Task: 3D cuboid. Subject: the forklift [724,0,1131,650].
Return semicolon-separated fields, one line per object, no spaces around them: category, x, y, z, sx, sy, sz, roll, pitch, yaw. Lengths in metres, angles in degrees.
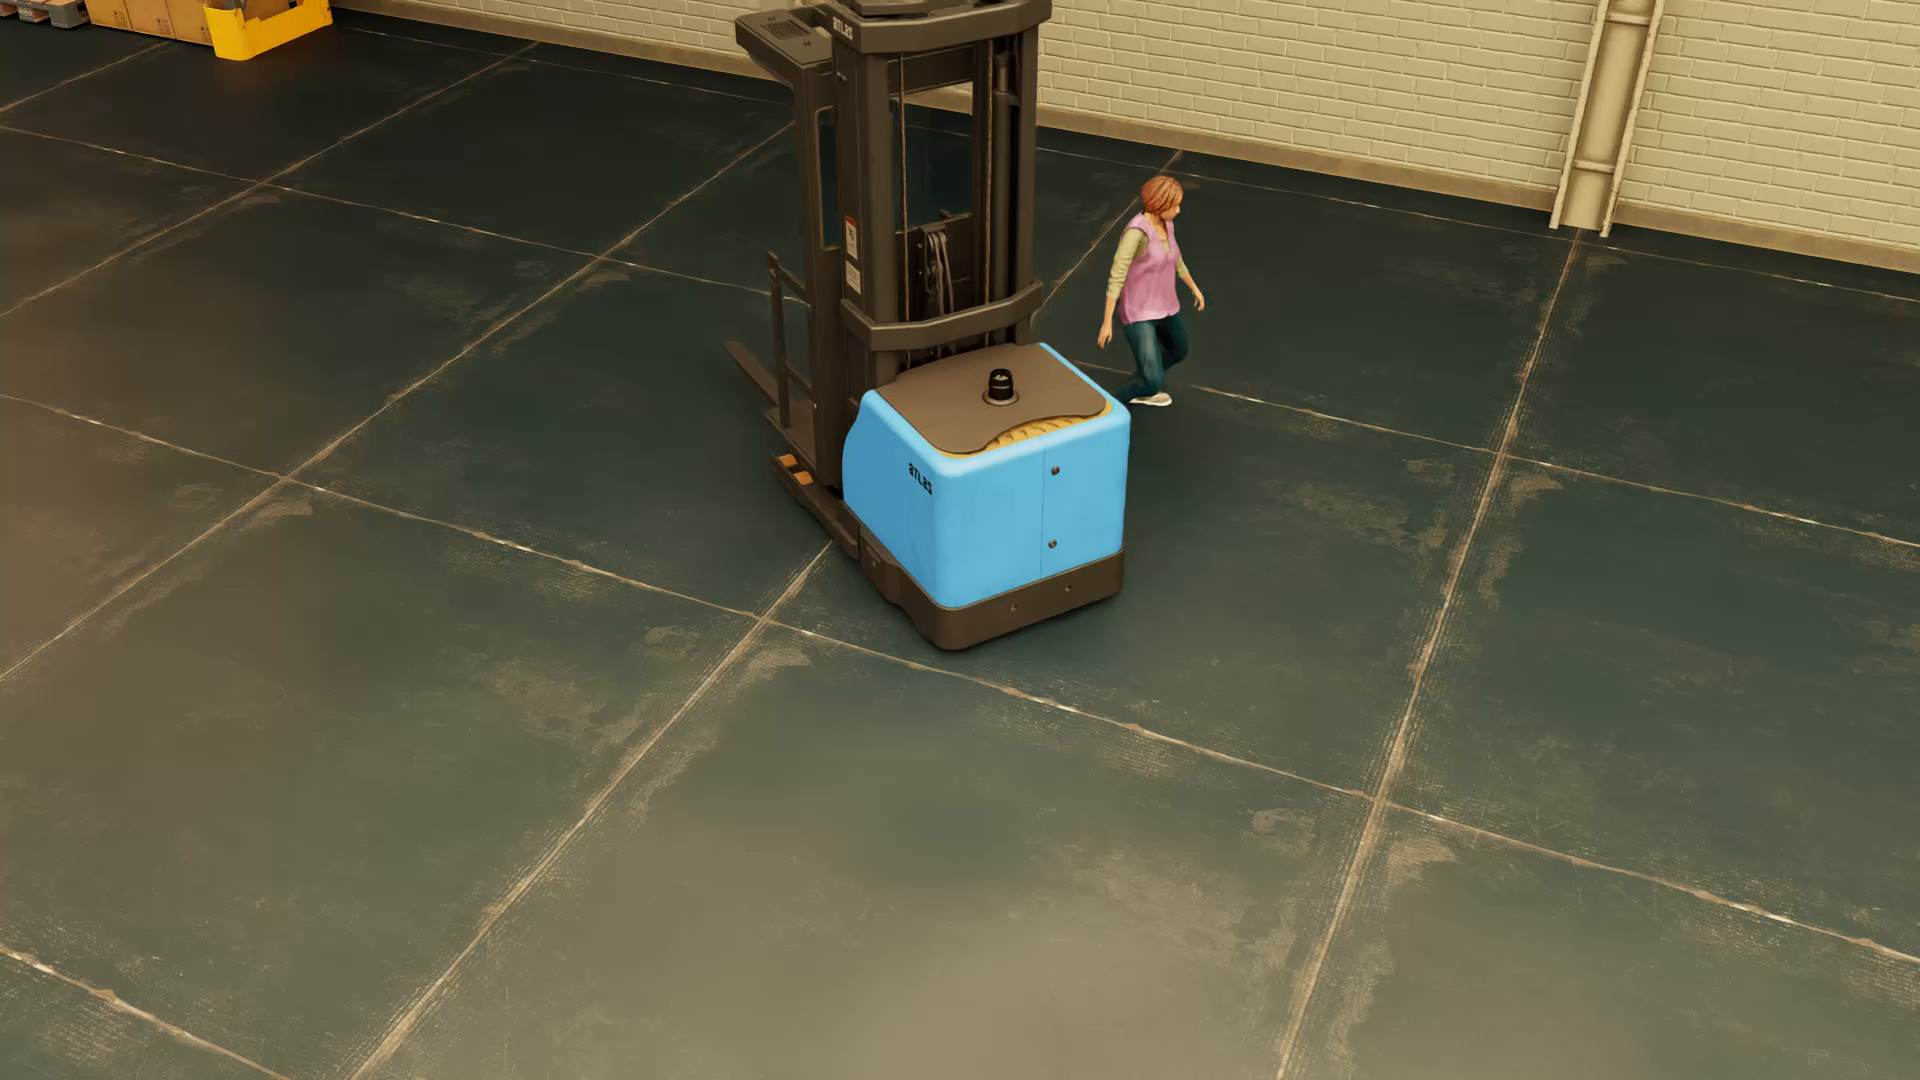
forklift;-0.364;-1.513;8.208;1.130;2.935;3.031;-18;39;-24

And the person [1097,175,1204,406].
person;1.042;-1.258;9.096;0.486;1.506;0.775;27;43;32
